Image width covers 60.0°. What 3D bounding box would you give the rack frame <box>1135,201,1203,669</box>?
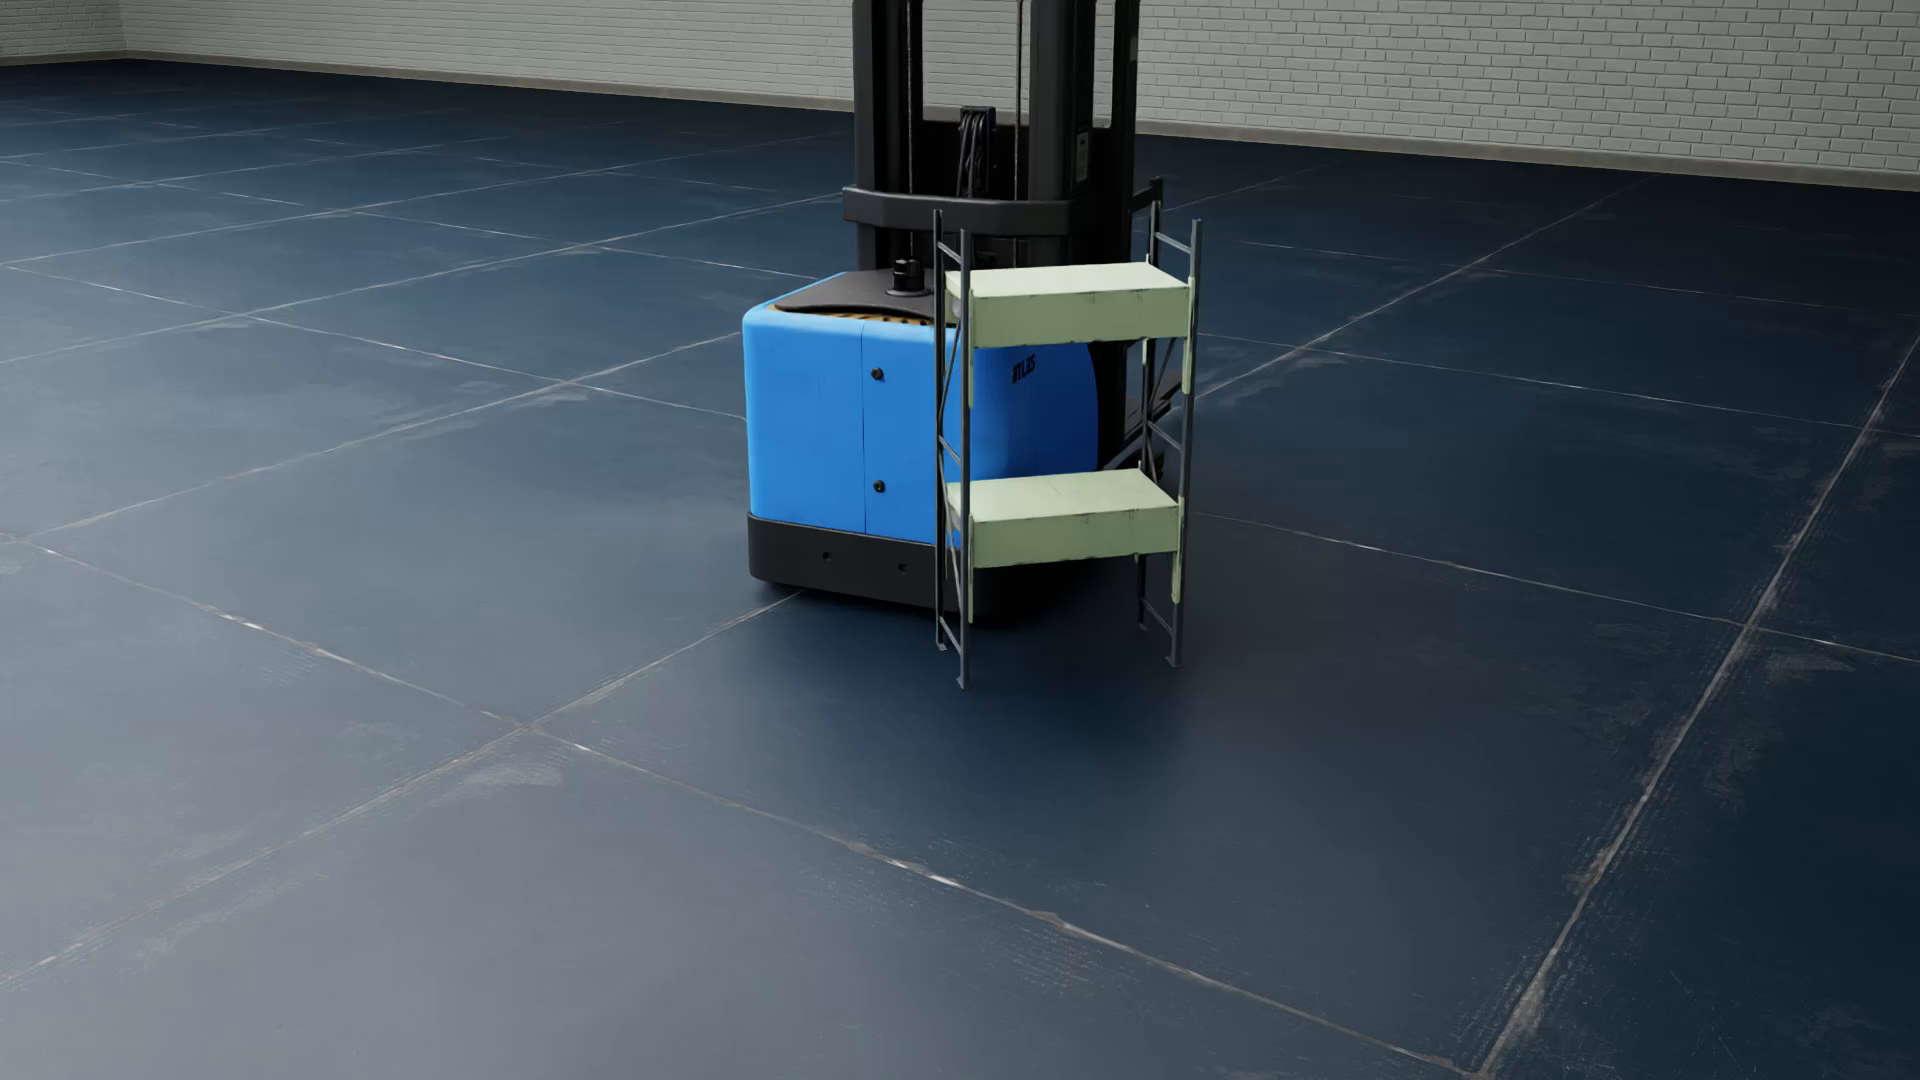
[{"bbox_3d":[0.684,-0.339,5.519,0.023,1.500,0.400,-5,21,-13],"label":"rack frame"}]

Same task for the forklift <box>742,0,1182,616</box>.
[{"bbox_3d":[0.257,-1.582,6.817,1.130,2.935,3.031,8,22,22],"label":"forklift"}]

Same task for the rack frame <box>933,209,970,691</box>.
[{"bbox_3d":[-0.027,-0.279,5.356,0.023,1.500,0.400,-5,21,-13],"label":"rack frame"}]

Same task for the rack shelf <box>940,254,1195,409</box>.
[{"bbox_3d":[0.329,-0.675,5.302,0.720,0.370,0.431,-5,21,-13],"label":"rack shelf"}]

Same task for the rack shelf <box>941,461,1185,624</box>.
[{"bbox_3d":[0.329,-0.003,5.550,0.720,0.370,0.431,-5,21,-13],"label":"rack shelf"}]

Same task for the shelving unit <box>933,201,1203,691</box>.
[{"bbox_3d":[0.329,-0.309,5.437,0.755,1.500,0.431,-5,21,-13],"label":"shelving unit"}]
